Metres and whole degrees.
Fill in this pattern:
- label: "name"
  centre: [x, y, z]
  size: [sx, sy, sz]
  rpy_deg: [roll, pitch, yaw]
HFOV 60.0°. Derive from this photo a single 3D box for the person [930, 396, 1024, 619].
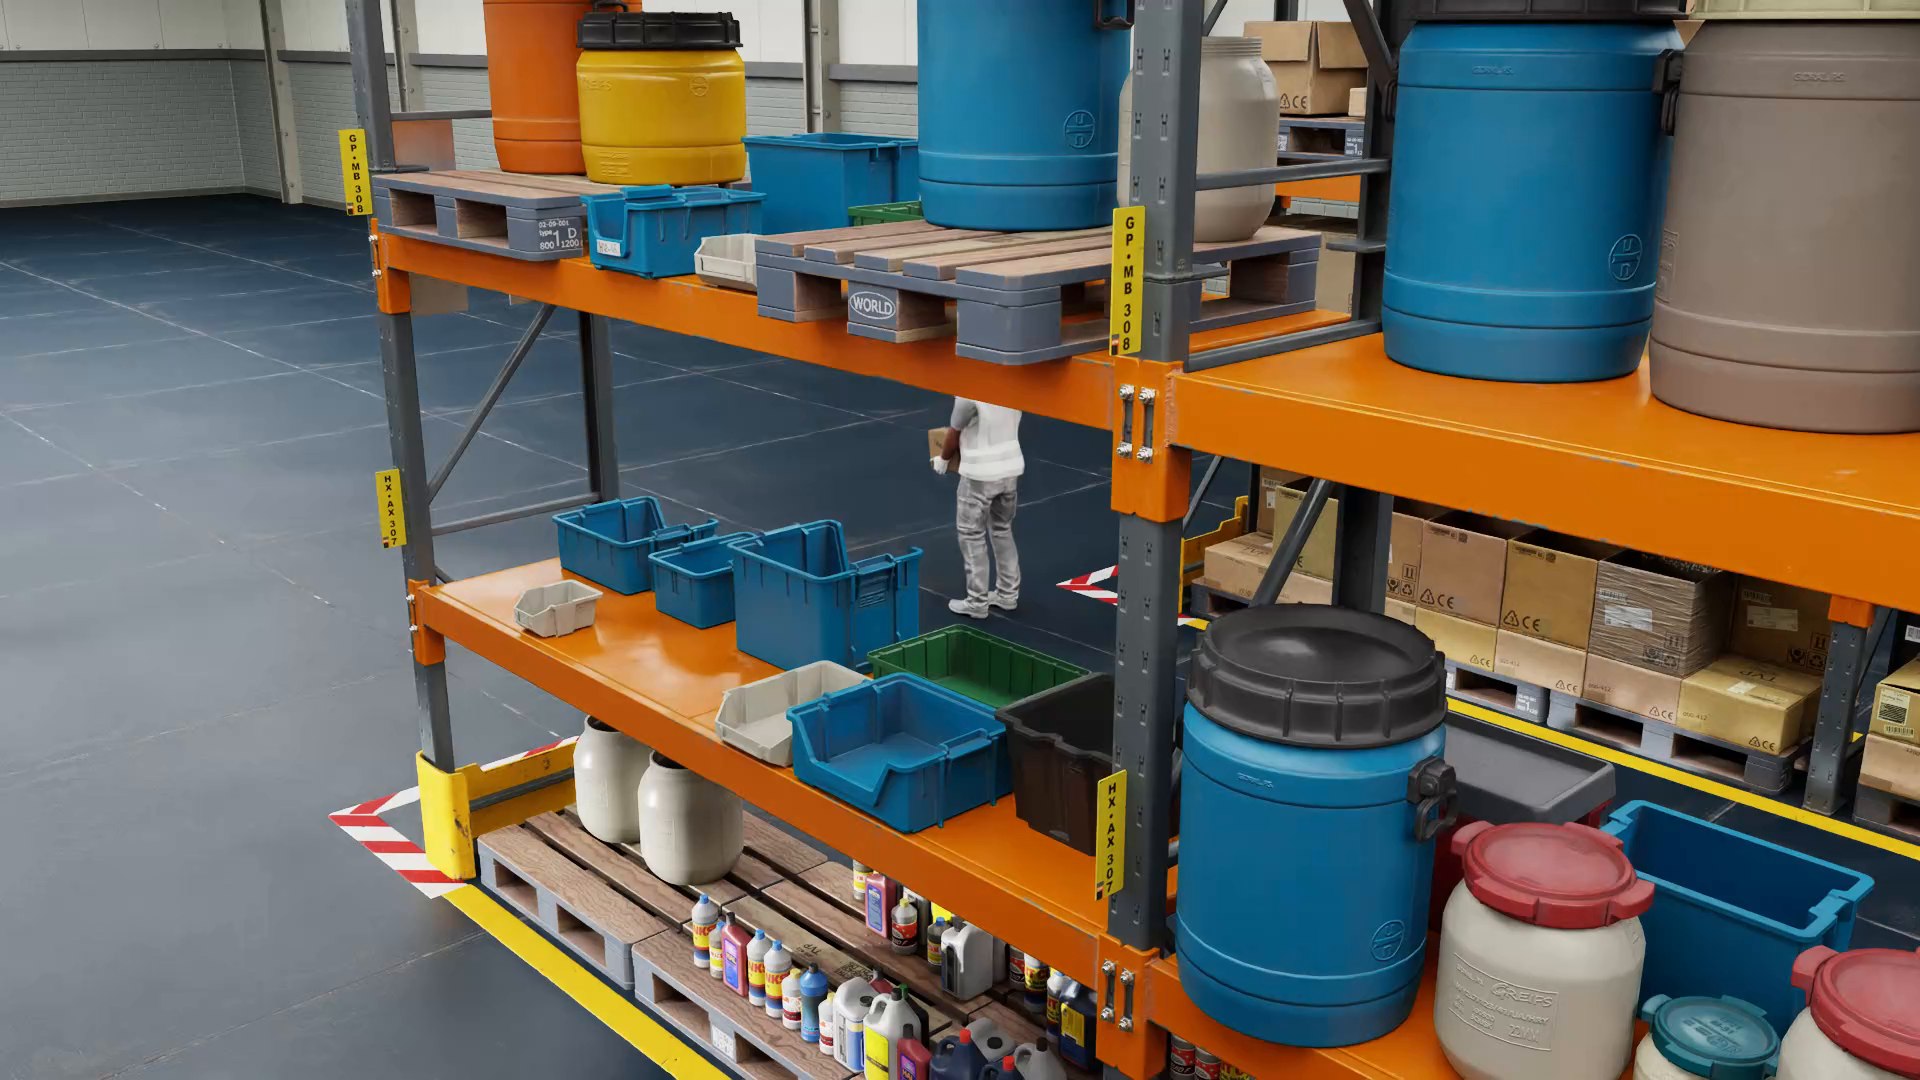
- label: "person"
  centre: [0.097, -0.422, 10.381]
  size: [0.491, 1.782, 0.580]
  rpy_deg: [-16, 23, -42]
